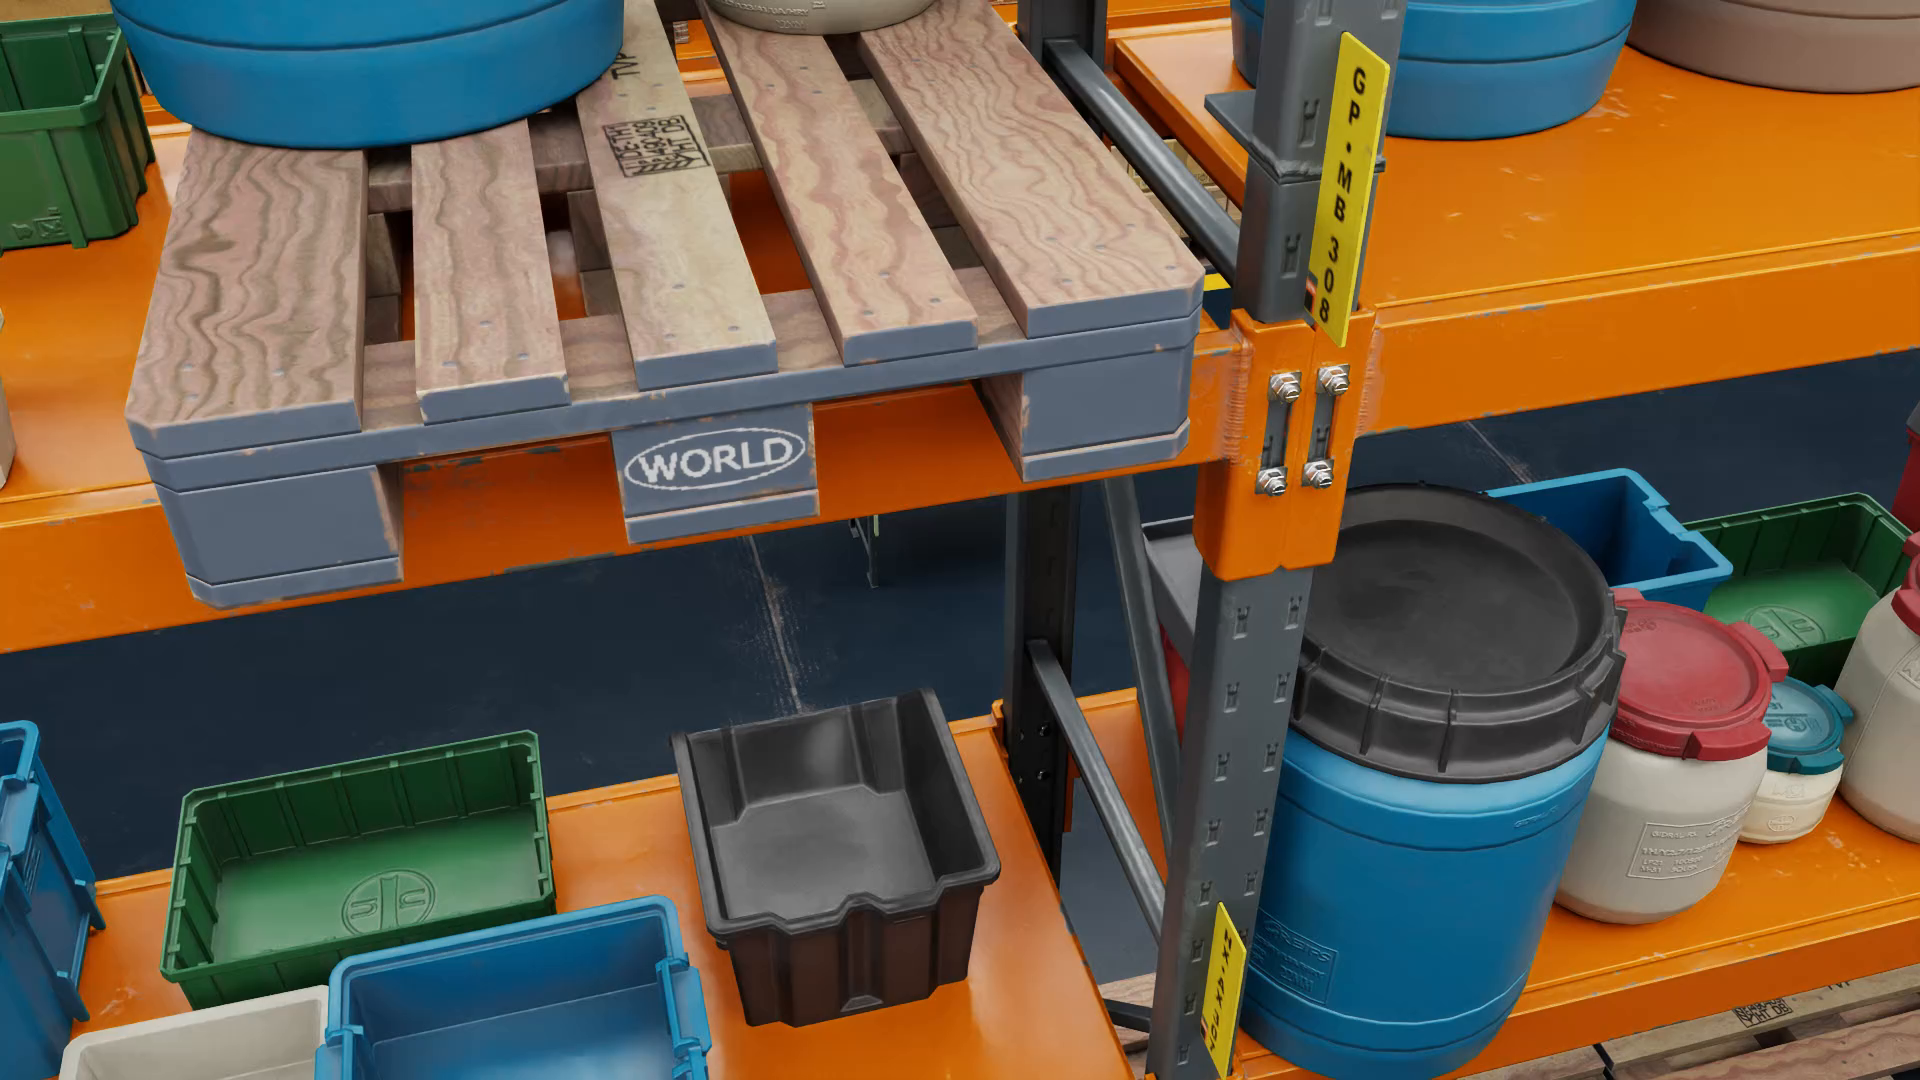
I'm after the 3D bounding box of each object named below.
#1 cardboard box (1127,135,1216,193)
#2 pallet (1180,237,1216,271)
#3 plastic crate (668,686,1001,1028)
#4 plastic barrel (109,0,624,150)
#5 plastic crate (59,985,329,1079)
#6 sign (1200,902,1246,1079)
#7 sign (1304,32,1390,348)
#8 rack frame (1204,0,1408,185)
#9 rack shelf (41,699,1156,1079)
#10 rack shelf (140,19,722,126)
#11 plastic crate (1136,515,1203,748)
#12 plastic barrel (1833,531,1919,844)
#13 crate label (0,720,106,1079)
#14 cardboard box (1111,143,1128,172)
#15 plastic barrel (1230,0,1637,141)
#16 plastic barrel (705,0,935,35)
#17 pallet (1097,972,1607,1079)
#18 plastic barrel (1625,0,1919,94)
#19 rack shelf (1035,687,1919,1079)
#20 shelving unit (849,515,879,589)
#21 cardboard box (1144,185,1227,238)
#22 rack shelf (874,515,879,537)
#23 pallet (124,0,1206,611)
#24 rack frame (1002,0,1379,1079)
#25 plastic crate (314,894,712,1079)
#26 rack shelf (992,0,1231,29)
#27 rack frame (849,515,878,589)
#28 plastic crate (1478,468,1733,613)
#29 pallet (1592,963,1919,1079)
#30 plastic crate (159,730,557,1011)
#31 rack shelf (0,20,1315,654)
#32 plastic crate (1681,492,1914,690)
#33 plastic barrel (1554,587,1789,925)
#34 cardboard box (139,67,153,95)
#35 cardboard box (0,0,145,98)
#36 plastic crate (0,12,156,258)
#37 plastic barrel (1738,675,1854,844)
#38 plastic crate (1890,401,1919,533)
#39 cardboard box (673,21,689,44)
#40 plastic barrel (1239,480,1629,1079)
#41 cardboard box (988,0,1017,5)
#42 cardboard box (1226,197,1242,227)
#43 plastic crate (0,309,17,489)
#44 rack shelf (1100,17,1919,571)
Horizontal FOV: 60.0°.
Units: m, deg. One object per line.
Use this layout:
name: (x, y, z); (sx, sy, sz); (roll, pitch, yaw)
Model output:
cardboard box: (0.940, -1.867, 7.678); (0.500, 0.311, 0.500); (-8, 38, -11)
pallet: (0.873, -1.634, 8.212); (1.213, 0.211, 1.003); (-9, 38, -12)
plastic crate: (-0.259, 0.533, 3.136); (0.504, 0.338, 0.767); (-9, 38, -12)
plastic barrel: (-0.709, -0.963, 1.813); (0.708, 0.901, 0.600); (-9, 38, -12)
plastic crate: (-1.222, 1.010, 2.678); (0.437, 0.136, 0.530); (-9, 38, -12)
sign: (0.413, 0.714, 2.620); (0.005, 0.325, 0.100); (-9, 38, -12)
sign: (0.413, -0.371, 1.790); (0.005, 0.325, 0.100); (-9, 38, -12)
rack frame: (0.280, -1.883, 1.305); (0.127, 3.000, 1.000); (-9, 38, -12)
rack shelf: (-1.651, 1.102, 2.932); (4.000, 0.370, 1.077); (-9, 38, -12)
rack shelf: (-2.939, -1.804, 6.731); (4.000, 0.370, 1.077); (-9, 38, -12)
plastic crate: (0.668, 0.218, 3.443); (0.583, 0.464, 0.402); (-9, 38, -12)
plastic barrel: (1.969, 0.307, 3.268); (0.433, 0.535, 0.433); (0, 37, 0)
crate label: (-1.875, 0.669, 2.877); (0.616, 0.435, 0.502); (-9, 38, -12)
cardboard box: (0.440, -1.782, 7.567); (0.500, 0.311, 0.500); (-11, 39, -13)
plastic barrel: (0.714, -1.099, 2.336); (0.708, 0.901, 0.600); (-9, 38, -12)
plastic barrel: (-0.187, -0.950, 2.116); (0.421, 0.512, 0.421); (0, 37, 0)
pallet: (1.028, 1.460, 4.168); (1.213, 0.211, 1.003); (-9, 38, -12)
plastic barrel: (1.346, -1.202, 2.471); (0.600, 0.901, 0.600); (0, 37, 0)
rack shelf: (2.211, 0.469, 3.761); (4.000, 0.370, 1.077); (-9, 38, -12)
shelving unit: (-0.006, -0.595, 5.793); (0.755, 1.500, 0.431); (-9, 38, -12)
cardboard box: (0.931, -1.643, 7.847); (0.500, 0.250, 0.500); (-9, 38, -11)
rack shelf: (-0.006, -0.336, 5.991); (0.720, 0.370, 0.431); (-9, 38, -12)
pallet: (-0.391, -0.445, 2.050); (1.003, 0.211, 1.213); (-9, 38, -12)
rack frame: (0.280, 0.500, 3.128); (0.127, 3.000, 1.000); (-9, 38, -12)
plastic crate: (-0.718, 0.893, 2.736); (0.616, 0.251, 0.499); (-9, 38, -12)
rack shelf: (0.923, -2.437, 7.560); (4.000, 0.370, 1.077); (-9, 38, -12)
rack frame: (-0.360, -0.537, 5.717); (0.023, 1.500, 0.400); (-9, 38, -12)
plastic crate: (1.264, 0.149, 3.600); (0.575, 0.384, 0.392); (-9, 38, -12)
pallet: (2.208, 1.265, 4.423); (1.213, 0.211, 1.003); (-9, 38, -12)
plastic crate: (-1.104, 0.633, 3.128); (0.662, 0.188, 0.450); (-9, 38, -12)
rack shelf: (-1.651, -0.089, 2.021); (4.000, 0.370, 1.077); (-9, 38, -12)
plastic crate: (1.888, 0.142, 3.769); (0.662, 0.188, 0.450); (-9, 38, -12)
plastic barrel: (1.261, 0.423, 3.117); (0.433, 0.535, 0.433); (0, 37, 0)
cardboard box: (-2.922, -2.126, 6.478); (0.500, 0.500, 0.700); (-8, 38, -11)
cardboard box: (-3.429, -2.040, 6.366); (0.500, 0.500, 0.700); (-9, 38, -12)
plastic crate: (-1.314, -0.517, 2.163); (0.450, 0.188, 0.336); (-9, 38, -12)
plastic barrel: (1.598, 0.435, 3.326); (0.301, 0.262, 0.301); (0, 37, 0)
plastic crate: (2.502, -0.083, 3.837); (0.583, 0.464, 0.402); (-9, 38, -12)
cardboard box: (-1.435, -2.372, 6.800); (0.500, 0.500, 0.700); (-10, 39, -13)
plastic barrel: (0.732, 0.417, 2.823); (0.708, 0.901, 0.600); (-9, 38, -12)
cardboard box: (0.246, -2.642, 7.152); (0.500, 0.500, 0.500); (-7, 38, -9)
cardboard box: (1.427, -1.727, 7.956); (0.500, 0.250, 0.500); (-8, 38, -11)
plastic crate: (-1.164, -0.096, 1.654); (0.396, 0.136, 0.243); (-9, 38, -12)
rack shelf: (2.211, -0.723, 2.849); (4.000, 0.370, 1.077); (-9, 38, -12)
